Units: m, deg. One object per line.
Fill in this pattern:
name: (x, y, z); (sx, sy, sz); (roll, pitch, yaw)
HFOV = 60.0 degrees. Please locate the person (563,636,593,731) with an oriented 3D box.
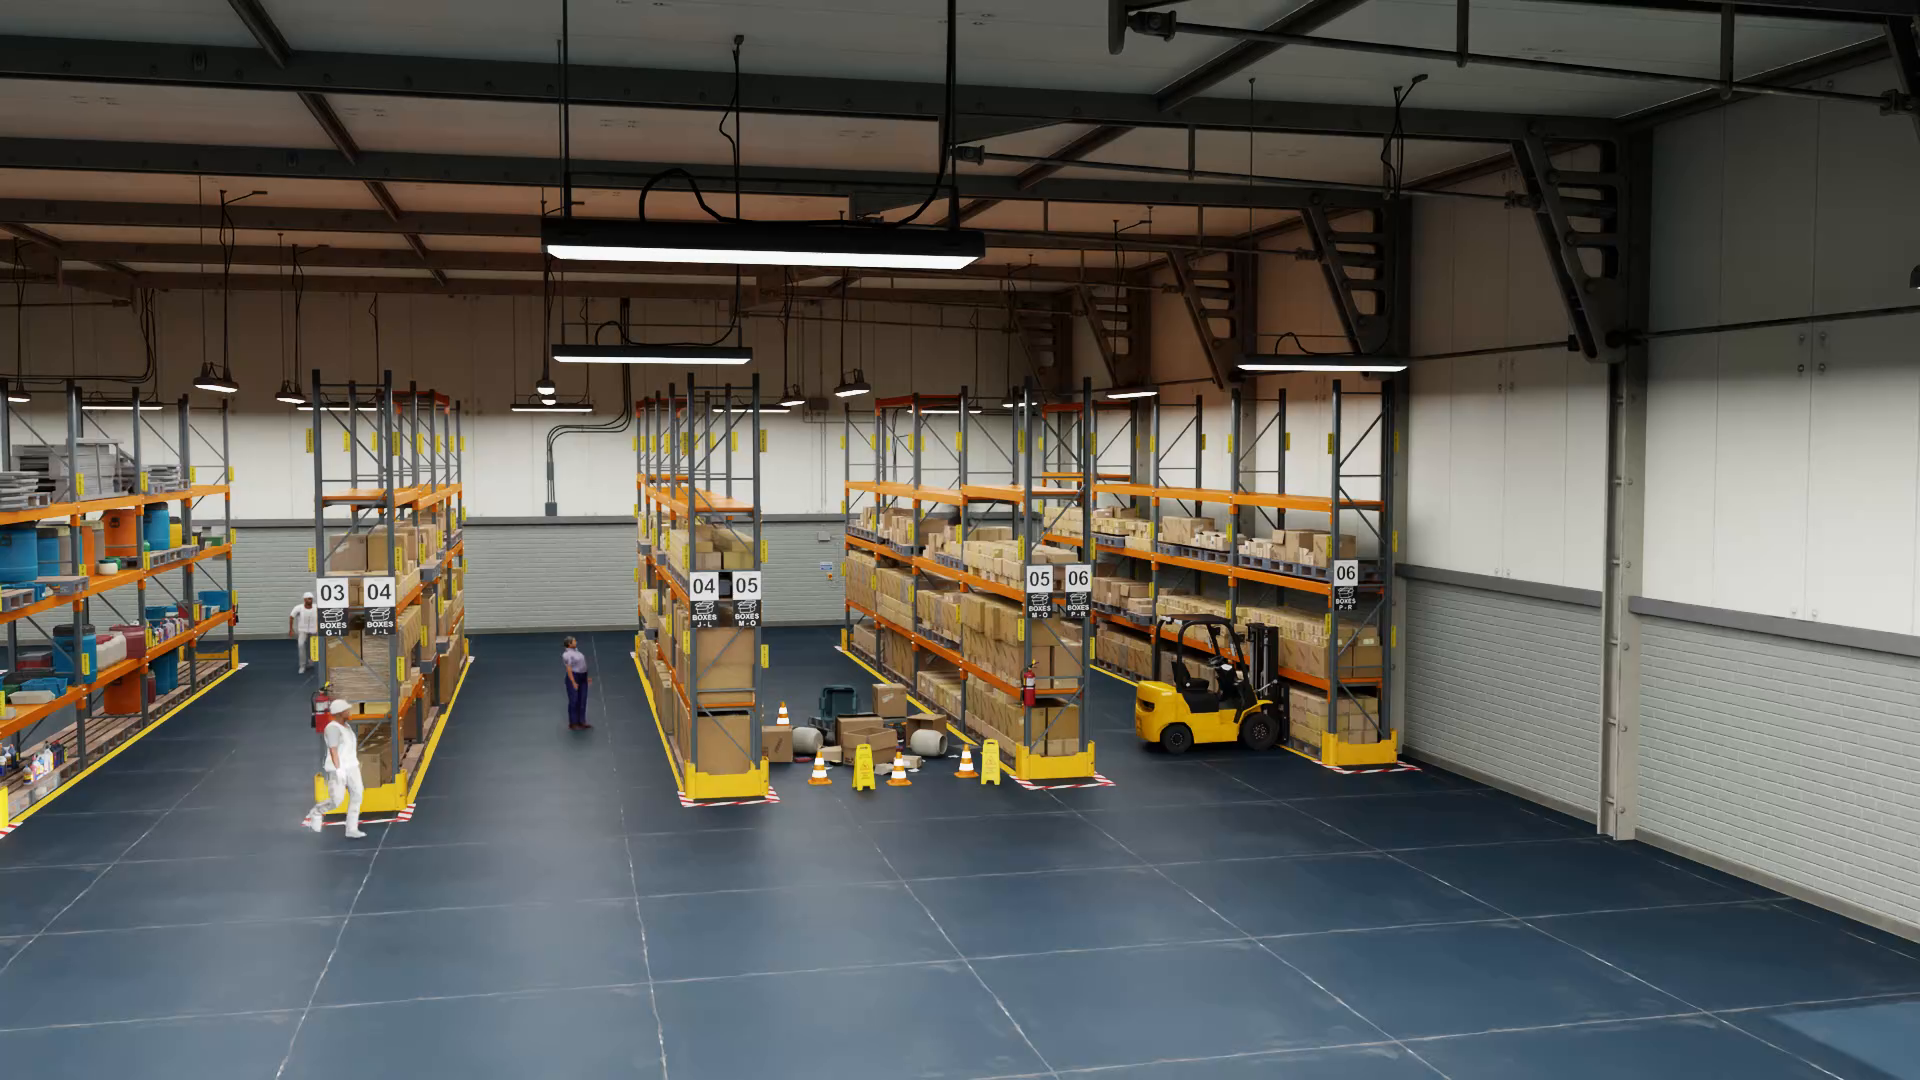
person: (-6.727, 2.514, 29.327); (0.463, 1.646, 0.542); (2, 4, 25)

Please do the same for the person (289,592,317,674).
person: (-14.430, 2.028, 36.776); (0.766, 1.741, 1.003); (-1, 3, -15)

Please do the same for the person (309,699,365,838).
person: (-7.894, 2.892, 21.093); (0.749, 1.755, 0.496); (2, 4, 26)
